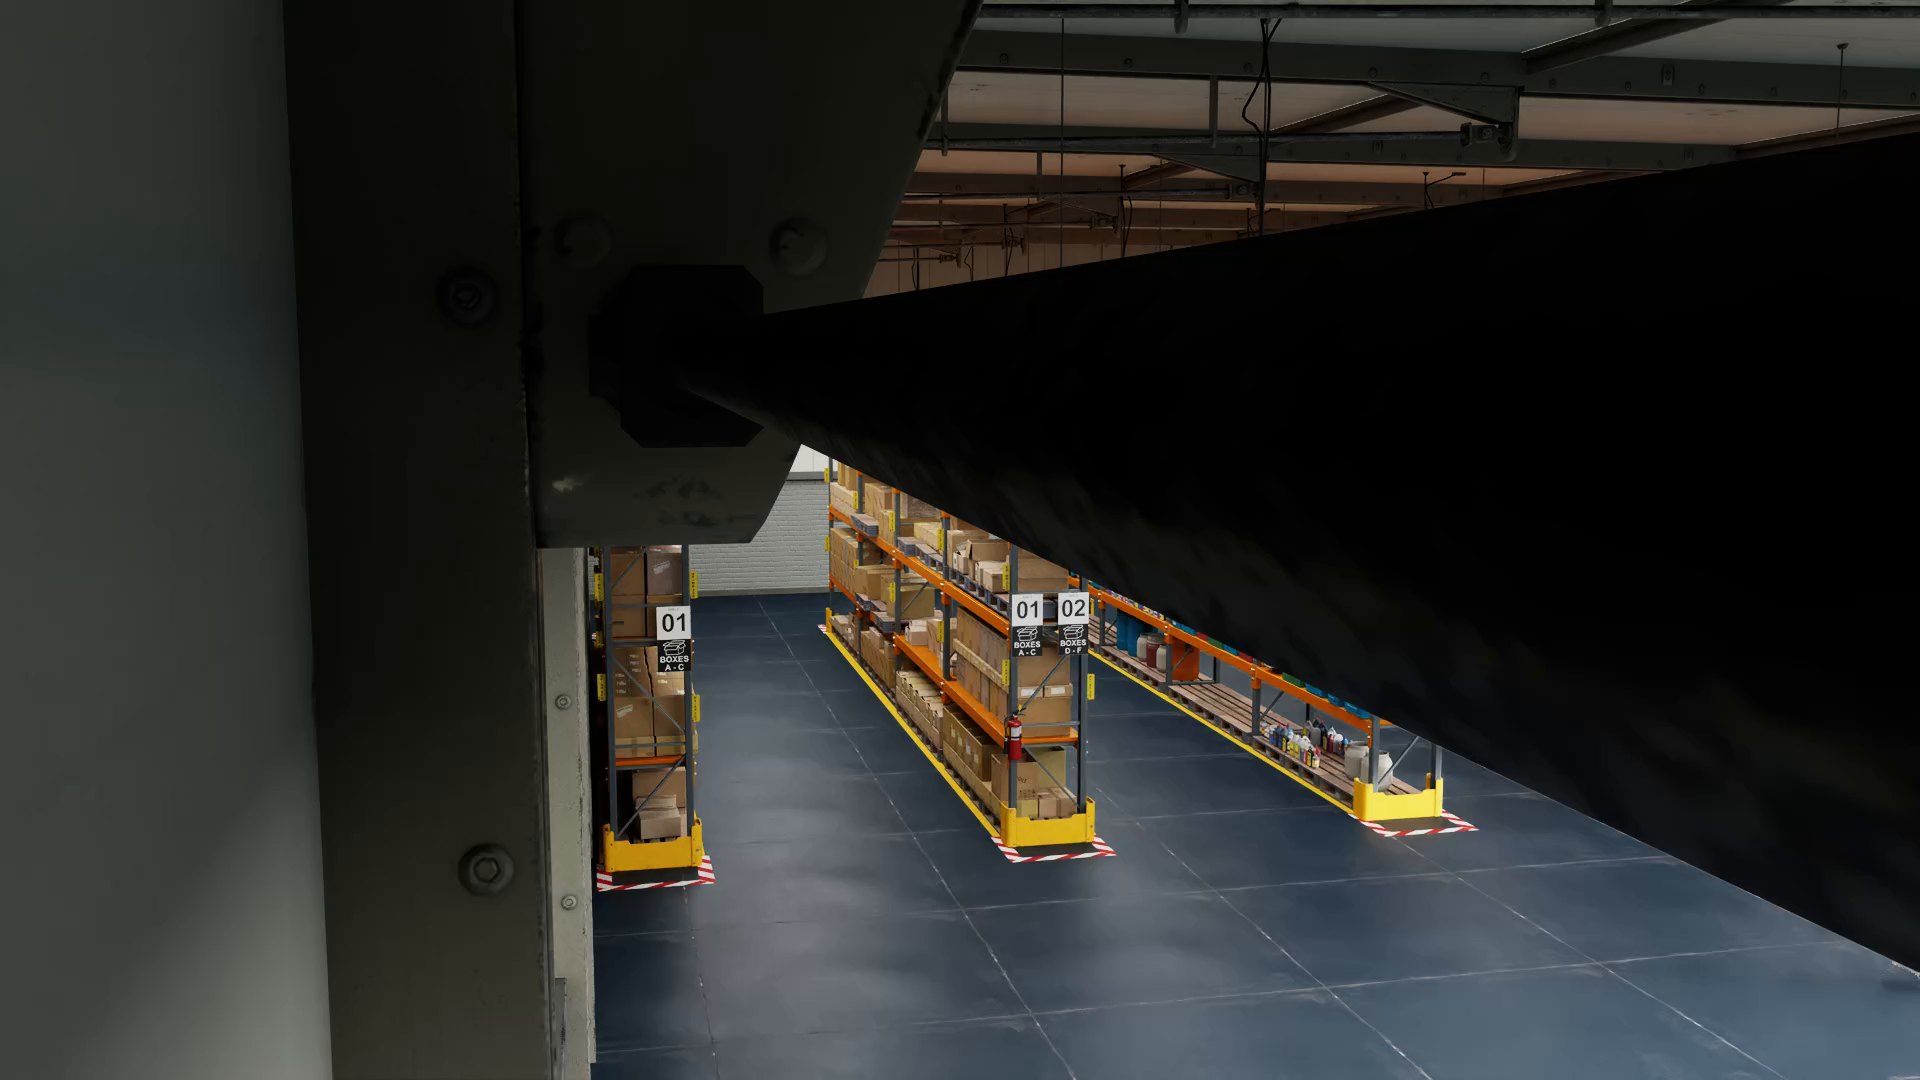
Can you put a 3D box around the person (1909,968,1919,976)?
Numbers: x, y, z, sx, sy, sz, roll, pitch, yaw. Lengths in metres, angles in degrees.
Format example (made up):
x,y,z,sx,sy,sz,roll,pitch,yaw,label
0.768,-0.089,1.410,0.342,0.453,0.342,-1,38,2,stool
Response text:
x,y,z,sx,sy,sz,roll,pitch,yaw,label
9.766,3.533,16.232,0.976,1.729,0.658,1,7,9,person
